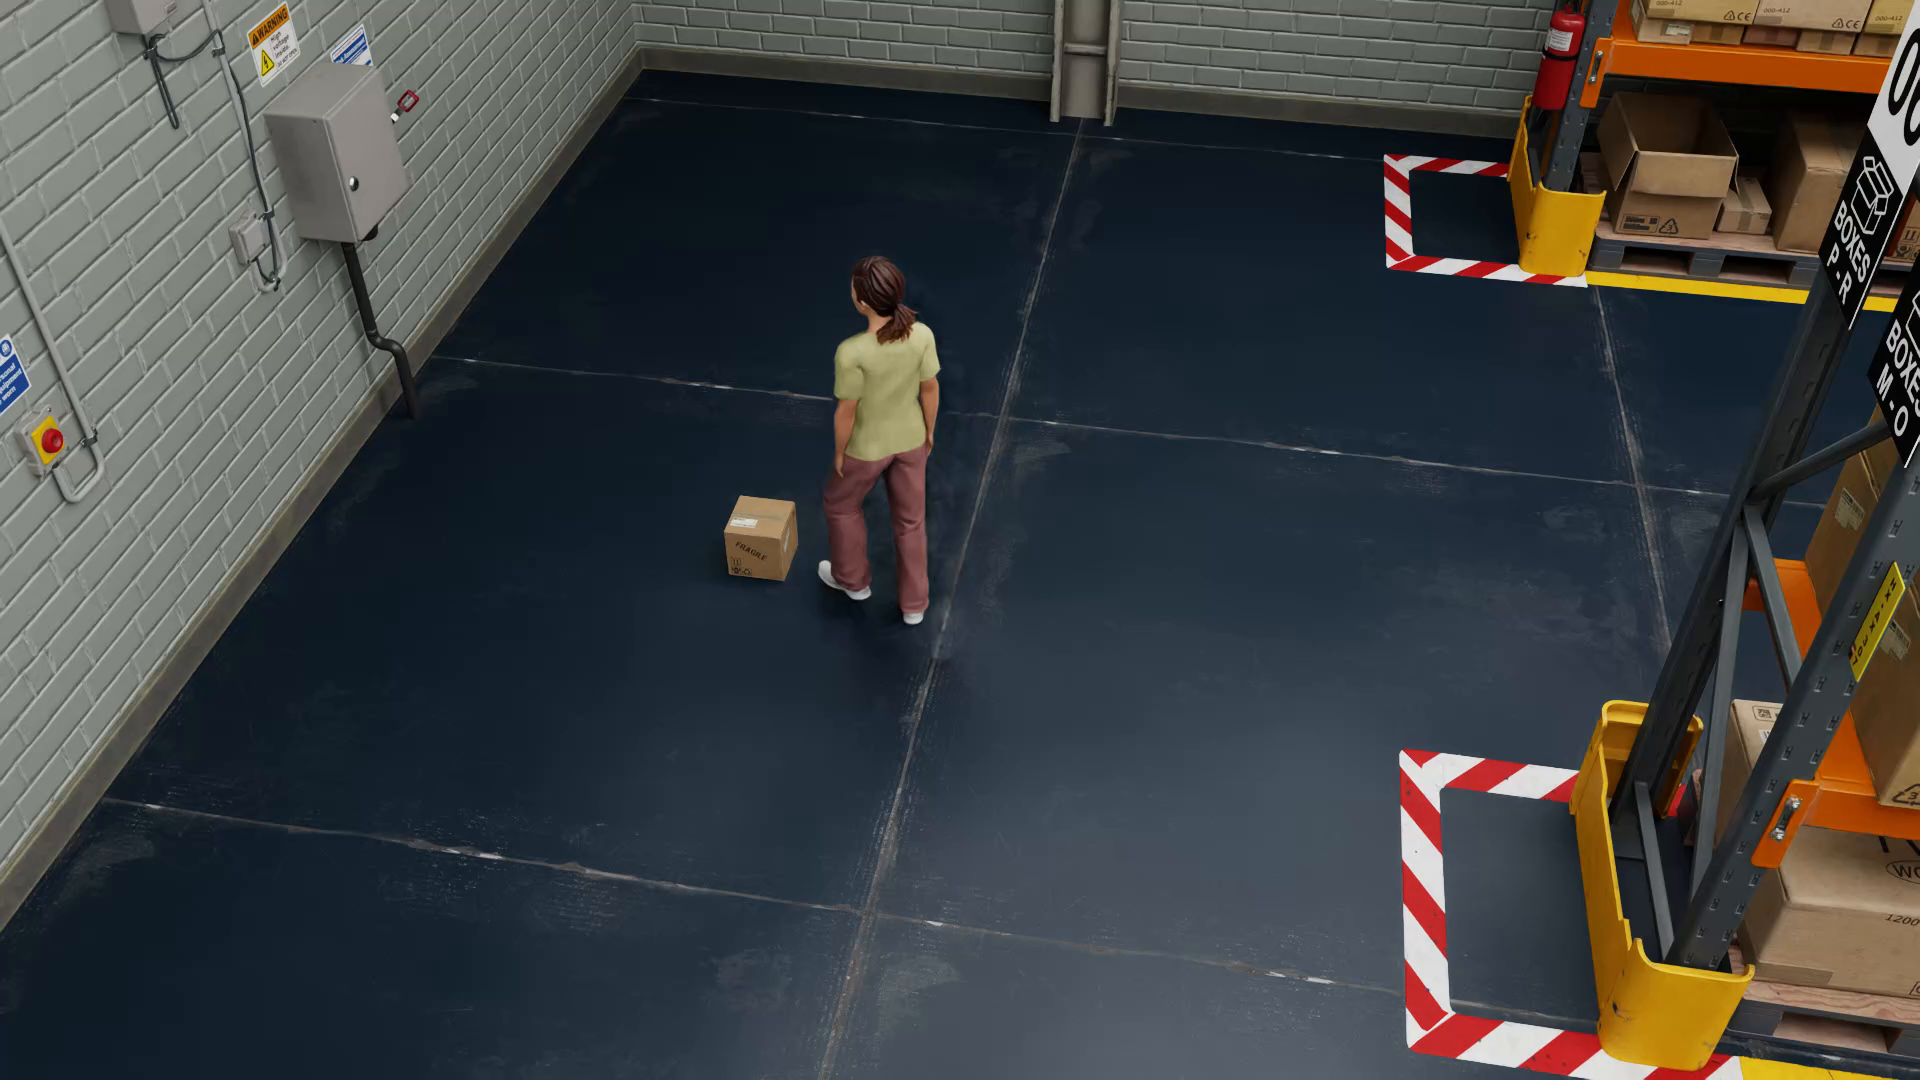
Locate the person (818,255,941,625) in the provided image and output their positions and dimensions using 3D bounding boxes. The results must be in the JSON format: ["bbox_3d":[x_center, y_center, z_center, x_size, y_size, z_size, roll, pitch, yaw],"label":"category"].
[{"bbox_3d":[-0.324,-0.399,6.624,0.453,1.641,0.525,-17,44,-19],"label":"person"}]
